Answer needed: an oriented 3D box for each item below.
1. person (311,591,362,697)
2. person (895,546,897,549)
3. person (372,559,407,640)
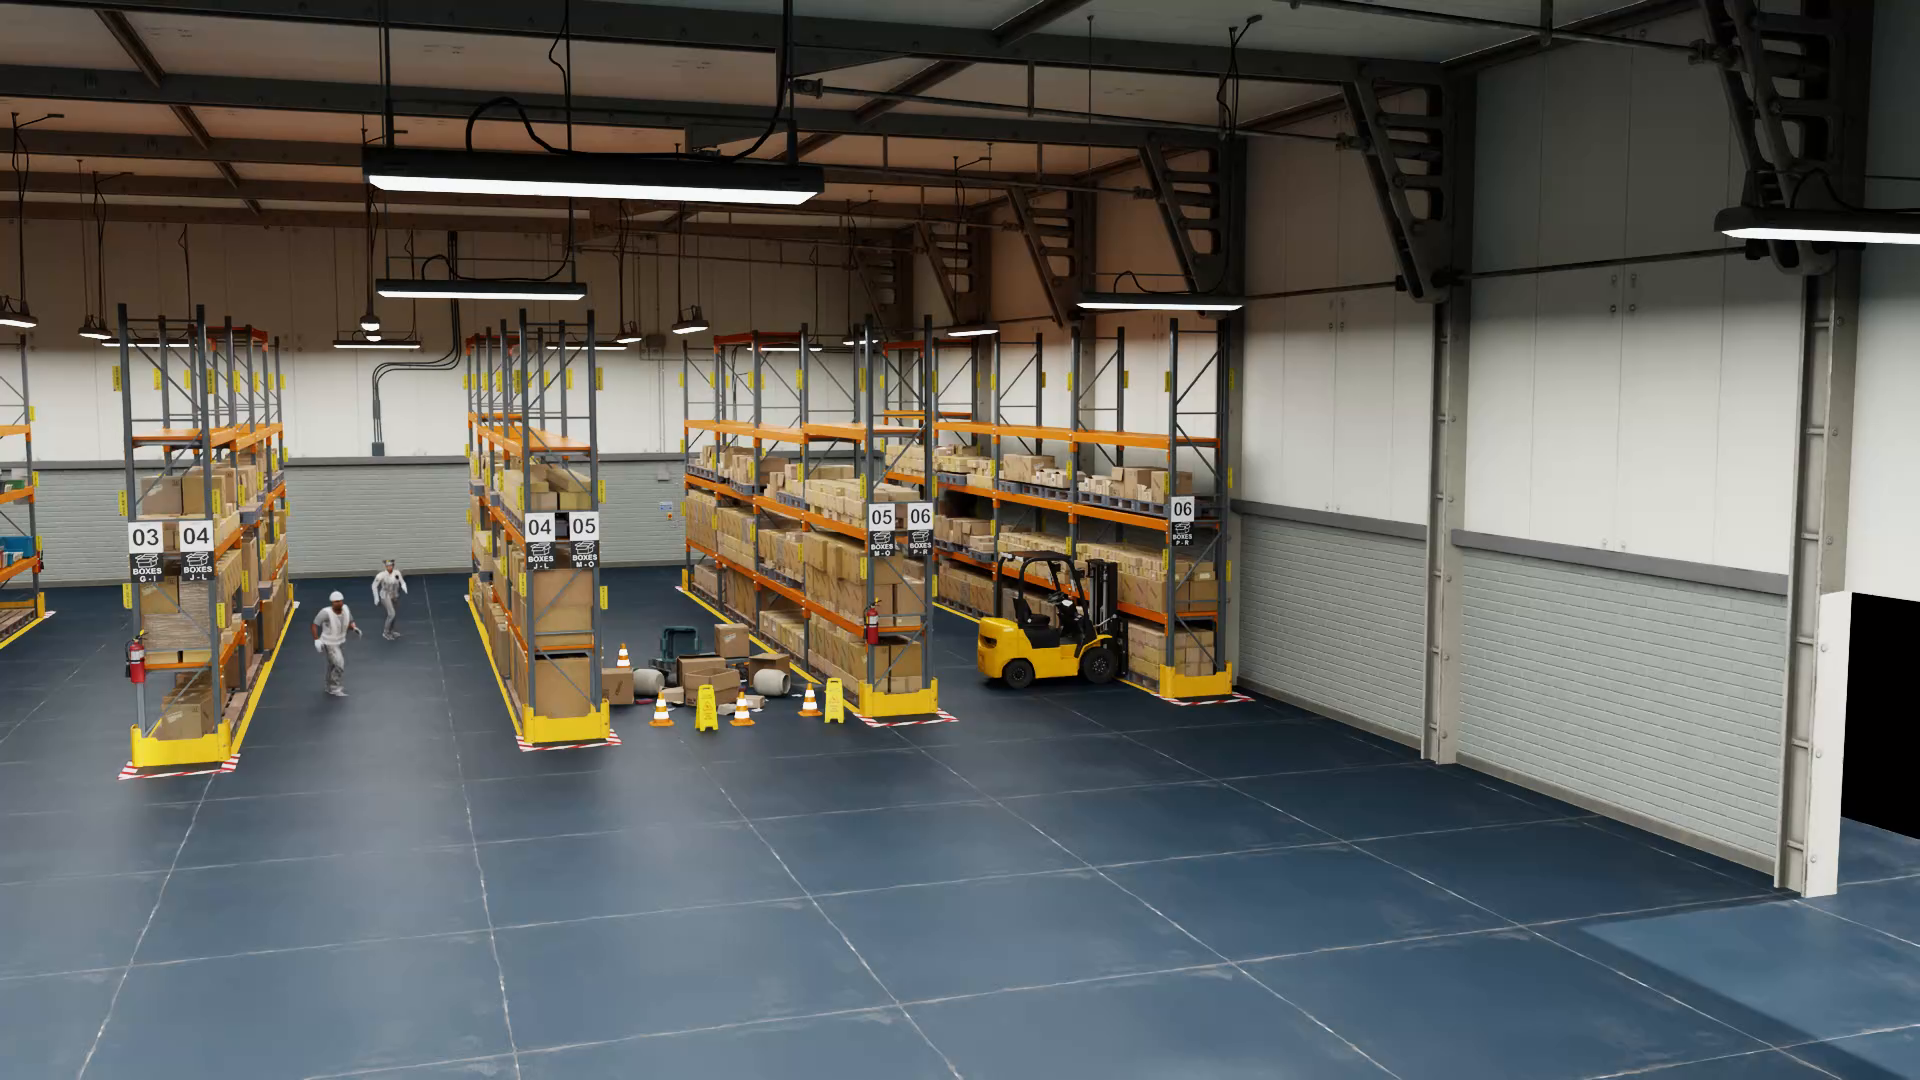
[{"bbox_3d":[-9.941,1.663,26.560,0.841,1.737,0.687,2,6,16],"label":"person"},{"bbox_3d":[-1.687,0.537,35.783,0.527,1.605,0.618,-3,6,-32],"label":"person"},{"bbox_3d":[-11.086,1.163,32.476,0.790,1.637,0.611,3,6,31],"label":"person"}]
